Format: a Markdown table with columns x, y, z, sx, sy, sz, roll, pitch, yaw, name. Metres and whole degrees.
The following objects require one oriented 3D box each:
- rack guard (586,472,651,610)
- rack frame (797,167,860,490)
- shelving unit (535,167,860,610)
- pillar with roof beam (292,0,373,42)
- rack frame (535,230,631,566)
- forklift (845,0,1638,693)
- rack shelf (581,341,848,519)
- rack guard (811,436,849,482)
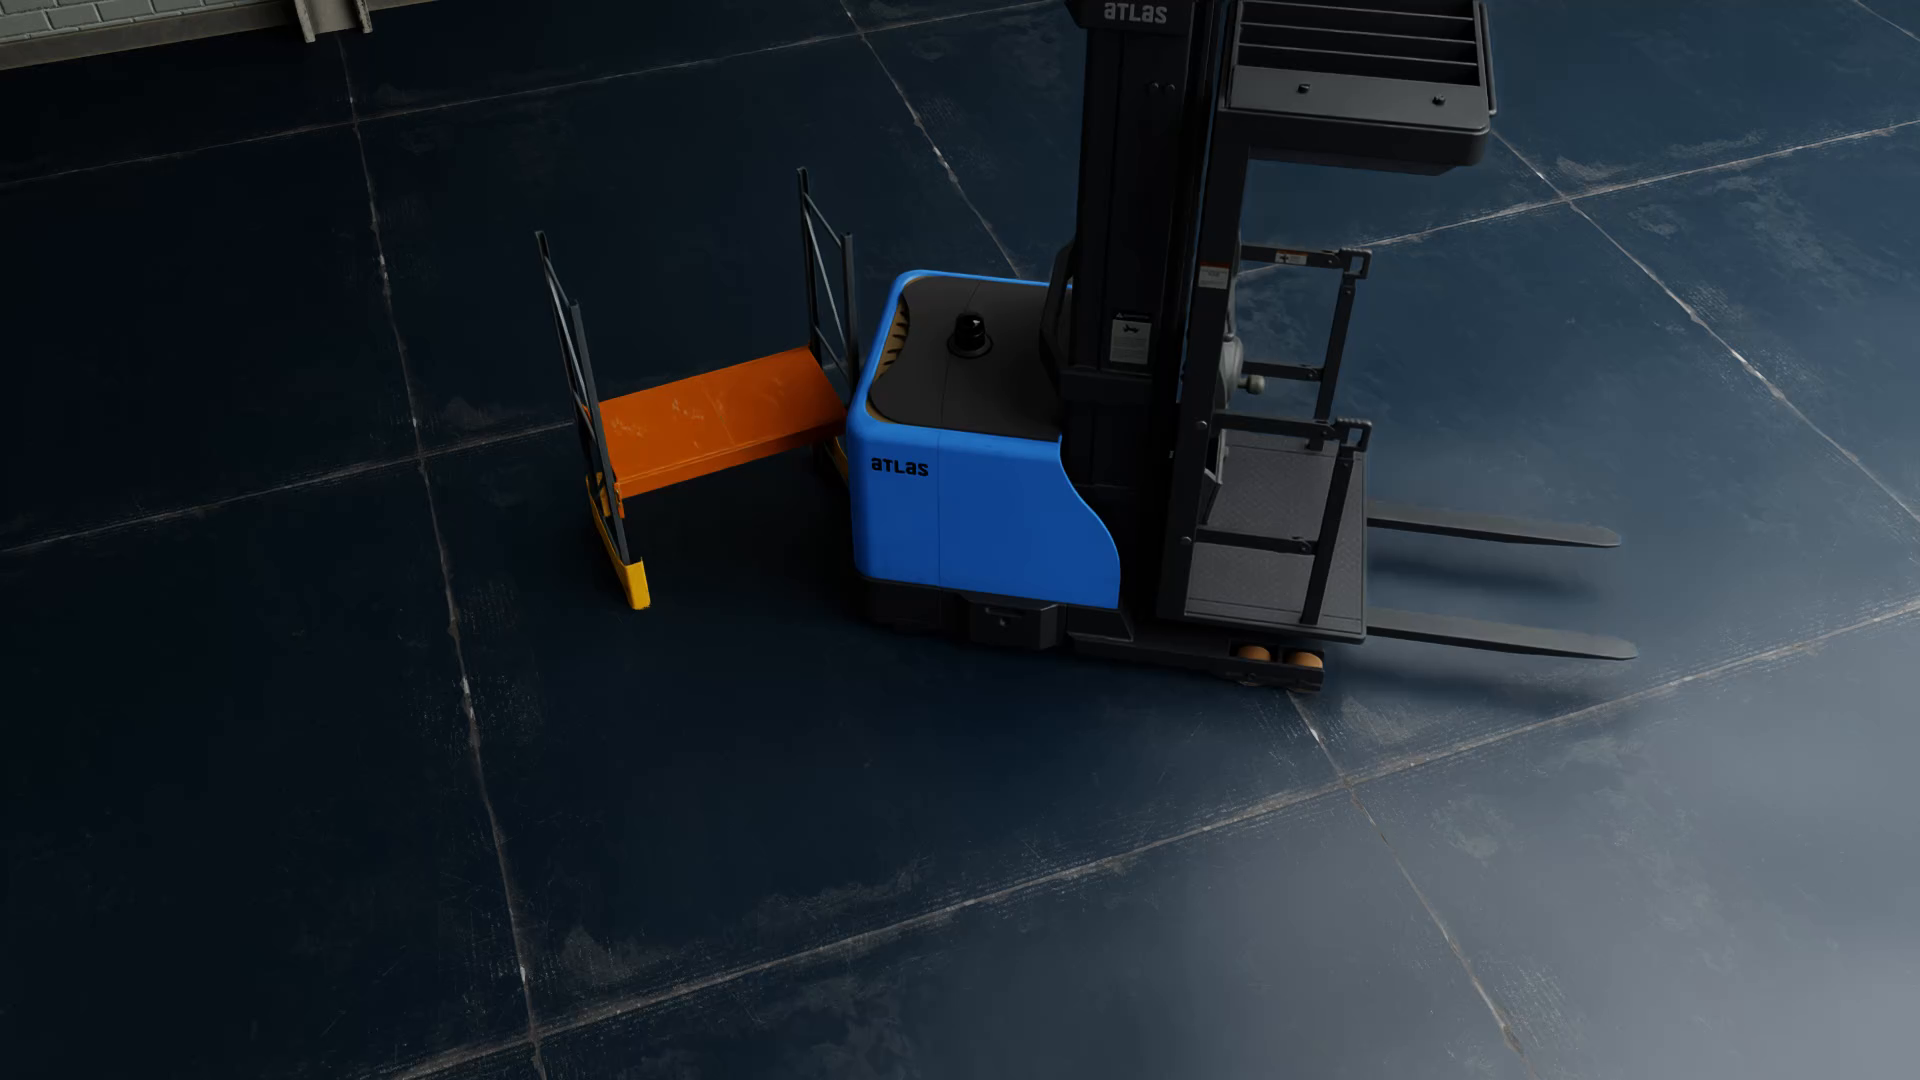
| x | y | z | sx | sy | sz | roll | pitch | yaw | name |
| --- | --- | --- | --- | --- | --- | --- | --- | --- | --- |
| -1.417 | -0.001 | 6.884 | 0.087 | 0.250 | 0.587 | -18 | 48 | -17 | rack guard |
| -0.508 | -0.734 | 6.731 | 0.032 | 1.500 | 0.500 | -18 | 48 | -17 | rack frame |
| -0.963 | -0.588 | 6.586 | 1.083 | 1.500 | 0.587 | -18 | 48 | -17 | shelving unit |
| -2.364 | -3.467 | 4.162 | 0.400 | 9.000 | 9.100 | -14 | 47 | -14 | pillar with roof beam |
| -1.434 | -0.437 | 6.435 | 0.032 | 1.500 | 0.500 | -18 | 48 | -17 | rack frame |
| 1.135 | -0.851 | 5.838 | 3.031 | 2.935 | 1.130 | 7 | 46 | 7 | forklift |
| -0.971 | -0.458 | 6.711 | 1.000 | 0.185 | 0.538 | -18 | 48 | -17 | rack shelf |
| -0.509 | -0.292 | 7.174 | 0.087 | 0.250 | 0.587 | -18 | 48 | -17 | rack guard |
